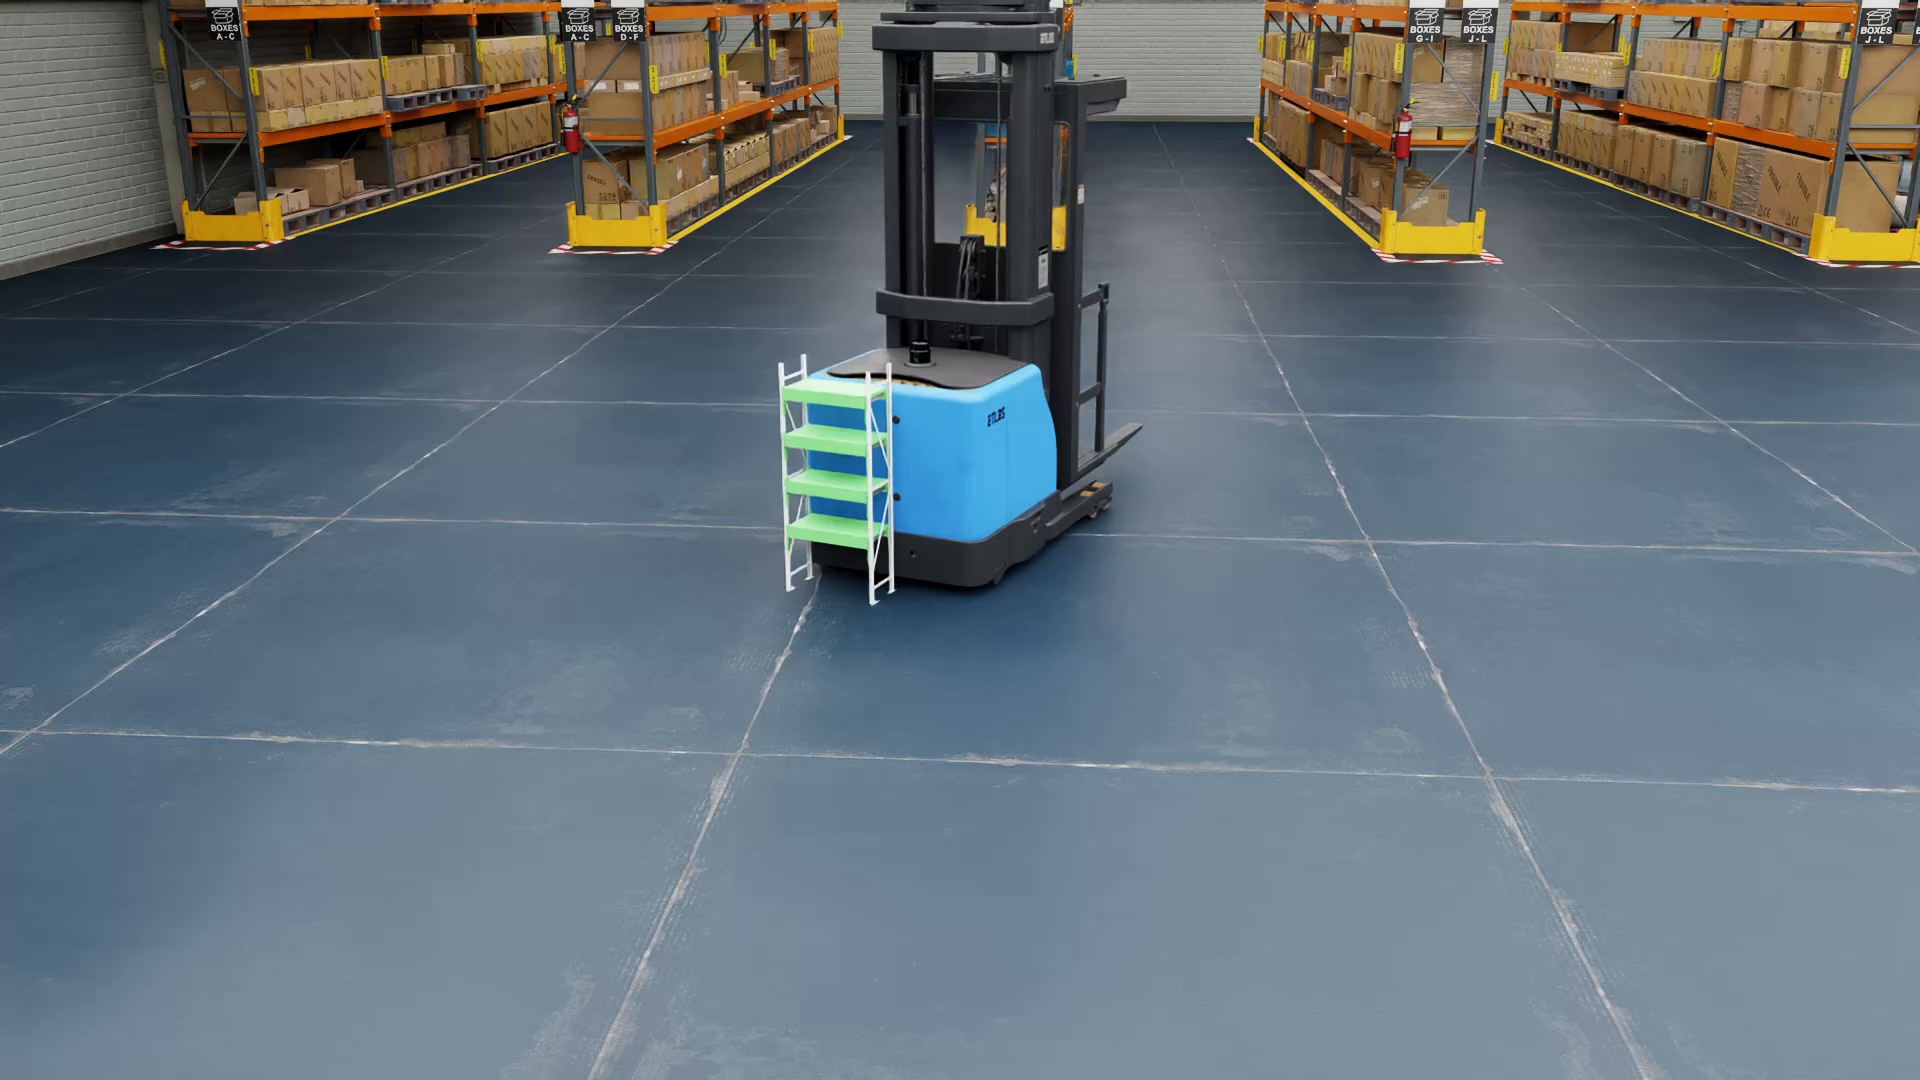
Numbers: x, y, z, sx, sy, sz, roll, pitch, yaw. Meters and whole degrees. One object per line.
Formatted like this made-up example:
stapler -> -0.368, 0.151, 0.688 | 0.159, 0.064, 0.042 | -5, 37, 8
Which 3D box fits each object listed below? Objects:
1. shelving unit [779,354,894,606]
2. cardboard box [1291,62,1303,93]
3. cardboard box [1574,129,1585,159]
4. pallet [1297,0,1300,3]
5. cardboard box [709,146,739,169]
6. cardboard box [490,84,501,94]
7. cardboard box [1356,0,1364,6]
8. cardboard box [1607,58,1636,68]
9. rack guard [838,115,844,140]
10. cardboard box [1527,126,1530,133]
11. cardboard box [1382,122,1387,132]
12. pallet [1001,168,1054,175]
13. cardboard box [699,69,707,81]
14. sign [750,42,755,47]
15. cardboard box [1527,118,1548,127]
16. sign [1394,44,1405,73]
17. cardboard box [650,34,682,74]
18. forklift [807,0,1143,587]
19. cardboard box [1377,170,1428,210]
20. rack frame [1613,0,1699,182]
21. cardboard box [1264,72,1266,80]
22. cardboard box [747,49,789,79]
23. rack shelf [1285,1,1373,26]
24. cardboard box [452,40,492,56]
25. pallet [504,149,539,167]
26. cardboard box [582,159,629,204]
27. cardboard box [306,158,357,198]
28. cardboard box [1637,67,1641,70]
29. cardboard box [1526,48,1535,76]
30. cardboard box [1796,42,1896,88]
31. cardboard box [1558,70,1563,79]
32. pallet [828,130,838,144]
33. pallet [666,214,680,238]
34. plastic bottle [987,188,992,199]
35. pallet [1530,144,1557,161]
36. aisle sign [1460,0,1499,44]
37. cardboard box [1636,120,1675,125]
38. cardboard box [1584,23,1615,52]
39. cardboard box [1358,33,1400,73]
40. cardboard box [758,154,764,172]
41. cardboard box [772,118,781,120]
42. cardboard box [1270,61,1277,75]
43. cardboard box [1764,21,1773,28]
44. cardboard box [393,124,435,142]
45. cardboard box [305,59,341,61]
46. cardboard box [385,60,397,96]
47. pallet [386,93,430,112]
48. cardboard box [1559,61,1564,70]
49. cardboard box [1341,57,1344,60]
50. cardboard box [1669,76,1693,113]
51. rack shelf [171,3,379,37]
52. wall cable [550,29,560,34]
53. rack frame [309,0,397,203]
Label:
shelving unit -> -0.620, -0.305, 8.426 | 0.503, 1.200, 0.258 | 8, 20, 24
cardboard box -> 6.157, -8.198, 29.465 | 0.500, 0.500, 0.500 | 1, 18, 3
cardboard box -> 11.073, -6.918, 29.059 | 0.500, 0.500, 0.500 | 2, 18, 5
pallet -> 6.295, -9.241, 28.295 | 1.003, 0.211, 1.213 | 2, 18, 6
cardboard box -> -3.624, -5.775, 25.070 | 0.500, 0.311, 0.500 | 1, 18, 3
cardboard box -> -8.212, -7.835, 28.888 | 0.380, 0.149, 0.250 | 2, 18, 6
cardboard box -> 5.650, -7.335, 22.415 | 0.500, 0.250, 0.500 | 1, 18, 2
cardboard box -> 10.742, -7.740, 27.002 | 0.380, 0.149, 0.250 | 1, 18, 2
rack guard -> -3.088, -8.853, 35.637 | 1.175, 0.500, 0.348 | 1, 18, 4
cardboard box -> 11.410, -8.120, 32.814 | 0.380, 0.149, 0.250 | 2, 18, 7
cardboard box -> 5.539, -5.235, 20.985 | 0.380, 0.149, 0.250 | 1, 18, 4
pallet -> 1.190, -5.903, 27.099 | 1.003, 0.211, 1.213 | 1, 18, 4
cardboard box -> -3.768, -6.527, 23.323 | 0.380, 0.149, 0.250 | 1, 18, 3
sign -> -3.911, -9.243, 31.424 | 0.100, 0.325, 0.005 | 1, 18, 4
cardboard box -> 11.237, -8.108, 32.299 | 0.380, 0.149, 0.250 | 1, 18, 2
sign -> 5.099, -5.592, 19.303 | 0.100, 0.325, 0.005 | 1, 18, 4
cardboard box -> -4.076, -6.396, 21.880 | 0.700, 0.500, 0.500 | 1, 18, 4
forklift -> 0.268, -1.570, 9.507 | 1.130, 2.935, 3.031 | 8, 20, 24
cardboard box -> 5.869, -4.631, 22.078 | 0.500, 0.500, 0.500 | 0, 18, -1
rack frame -> 11.164, -7.215, 26.625 | 1.000, 3.000, 0.127 | 1, 18, 4
cardboard box -> 6.408, -9.460, 33.881 | 0.380, 0.149, 0.250 | 1, 18, 3
cardboard box -> -3.434, -8.519, 29.769 | 0.700, 0.500, 0.500 | -3, 18, -10
rack shelf -> 6.368, -9.062, 28.599 | 1.077, 0.370, 4.000 | 1, 18, 4
cardboard box -> -8.306, -8.388, 28.330 | 0.500, 0.250, 0.500 | 2, 18, 5
pallet -> -8.376, -6.985, 30.401 | 1.003, 0.211, 1.213 | 1, 18, 4
cardboard box -> -4.488, -4.517, 20.929 | 0.500, 0.500, 0.500 | 1, 18, 4
cardboard box -> -8.919, -5.145, 23.614 | 0.500, 0.500, 0.500 | 0, 18, 0
cardboard box -> 11.433, -7.750, 27.507 | 0.380, 0.149, 0.250 | 1, 18, 2
cardboard box -> 11.339, -9.278, 32.283 | 0.500, 0.500, 0.500 | 1, 18, 2
cardboard box -> 10.779, -5.773, 20.249 | 0.875, 0.550, 0.550 | 1, 18, 4
cardboard box -> 10.950, -8.339, 29.785 | 0.380, 0.149, 0.250 | 2, 18, 5
pallet -> -3.144, -8.468, 34.927 | 1.003, 0.211, 1.213 | 1, 18, 4
pallet -> -4.217, -4.008, 21.316 | 1.003, 0.211, 1.213 | 1, 18, 4
plastic bottle -> 0.395, -4.518, 22.051 | 0.061, 0.283, 0.133 | 2, 18, 5
pallet -> 11.464, -7.342, 31.490 | 1.003, 0.211, 1.213 | 1, 18, 4
aisle sign -> 5.946, -6.082, 18.992 | 0.394, 0.787, 0.004 | 1, 18, 4
cardboard box -> 11.455, -6.792, 27.469 | 0.500, 0.250, 0.500 | 0, 18, 1
cardboard box -> 11.727, -9.256, 30.610 | 0.500, 0.500, 0.500 | 2, 18, 5
cardboard box -> 5.618, -6.490, 22.167 | 0.500, 0.500, 0.500 | 1, 18, 4
cardboard box -> -3.484, -6.143, 27.096 | 0.500, 0.250, 0.500 | 1, 18, 3
cardboard box -> -3.647, -7.698, 31.407 | 0.500, 0.500, 0.500 | 0, 18, 1
cardboard box -> 6.392, -9.289, 32.718 | 0.500, 0.250, 0.500 | 1, 18, 3
cardboard box -> 16.381, -10.347, 33.377 | 0.380, 0.149, 0.250 | 2, 18, 5
cardboard box -> -8.732, -6.506, 26.565 | 0.500, 0.250, 0.500 | 1, 18, 4
cardboard box -> -9.126, -6.600, 23.752 | 0.500, 0.500, 0.500 | 1, 18, 3
cardboard box -> -8.814, -6.860, 24.676 | 0.700, 0.500, 0.500 | 1, 18, 4
pallet -> -8.684, -6.590, 25.024 | 1.003, 0.211, 1.213 | 1, 18, 4
cardboard box -> 10.948, -8.486, 29.756 | 0.380, 0.149, 0.250 | 1, 18, 3
cardboard box -> 6.285, -7.260, 25.927 | 0.700, 0.500, 0.500 | 4, 19, 12
cardboard box -> 10.721, -6.502, 24.289 | 0.500, 0.500, 0.500 | 1, 18, 4
rack shelf -> -9.027, -6.909, 22.029 | 1.077, 0.370, 4.000 | 1, 18, 4
wall cable -> -8.876, -11.075, 36.774 | 0.084, 1.984, 1.851 | 1, 18, 4
rack frame -> -8.884, -6.447, 24.280 | 1.000, 3.000, 0.127 | 1, 18, 4
